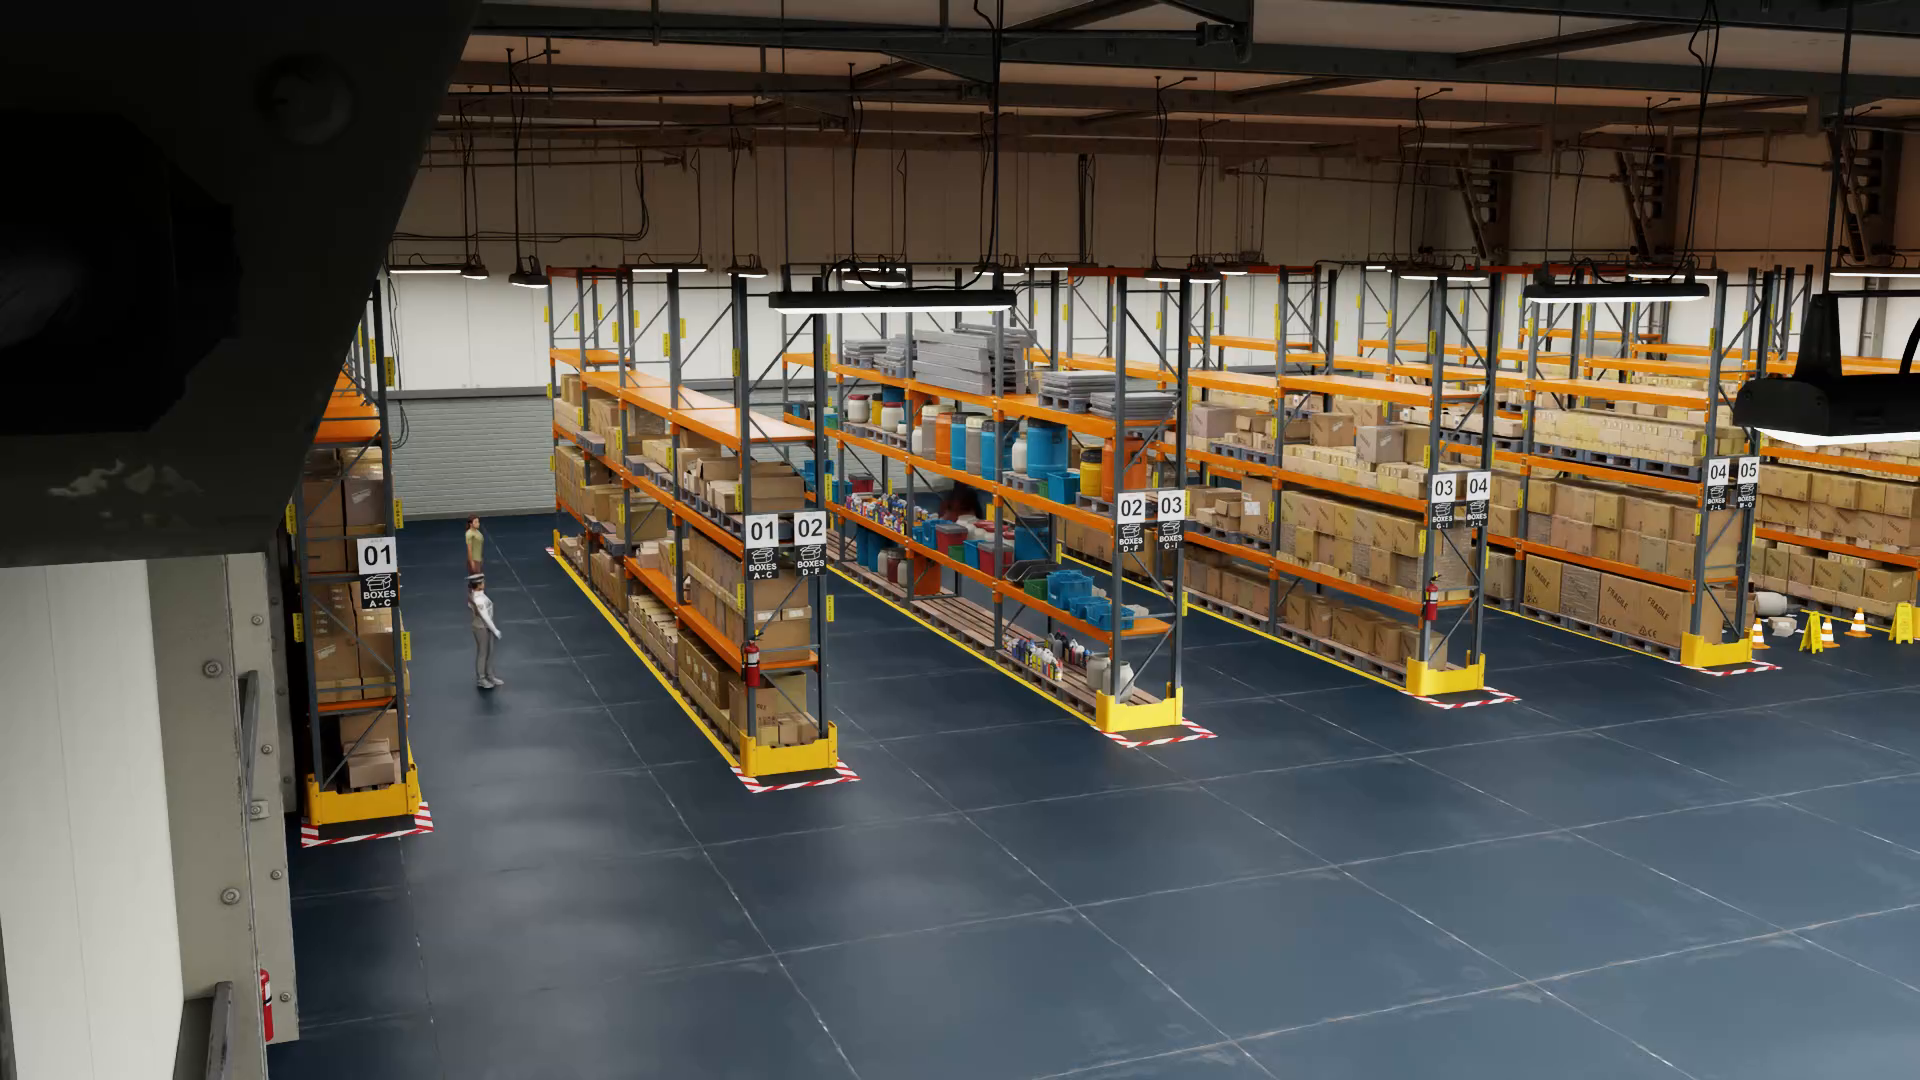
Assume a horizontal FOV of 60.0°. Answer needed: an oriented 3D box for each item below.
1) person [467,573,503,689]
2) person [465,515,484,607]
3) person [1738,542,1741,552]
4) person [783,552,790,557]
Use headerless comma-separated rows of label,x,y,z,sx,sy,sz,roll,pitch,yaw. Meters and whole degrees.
person,-6.912,1.320,24.295,0.514,1.683,0.526,0,10,2
person,-8.665,0.386,29.710,0.348,1.708,0.459,-3,10,-17
person,15.894,-0.246,33.476,0.729,1.592,0.418,4,11,22
person,-2.923,0.443,27.320,0.418,1.762,0.627,2,10,12
